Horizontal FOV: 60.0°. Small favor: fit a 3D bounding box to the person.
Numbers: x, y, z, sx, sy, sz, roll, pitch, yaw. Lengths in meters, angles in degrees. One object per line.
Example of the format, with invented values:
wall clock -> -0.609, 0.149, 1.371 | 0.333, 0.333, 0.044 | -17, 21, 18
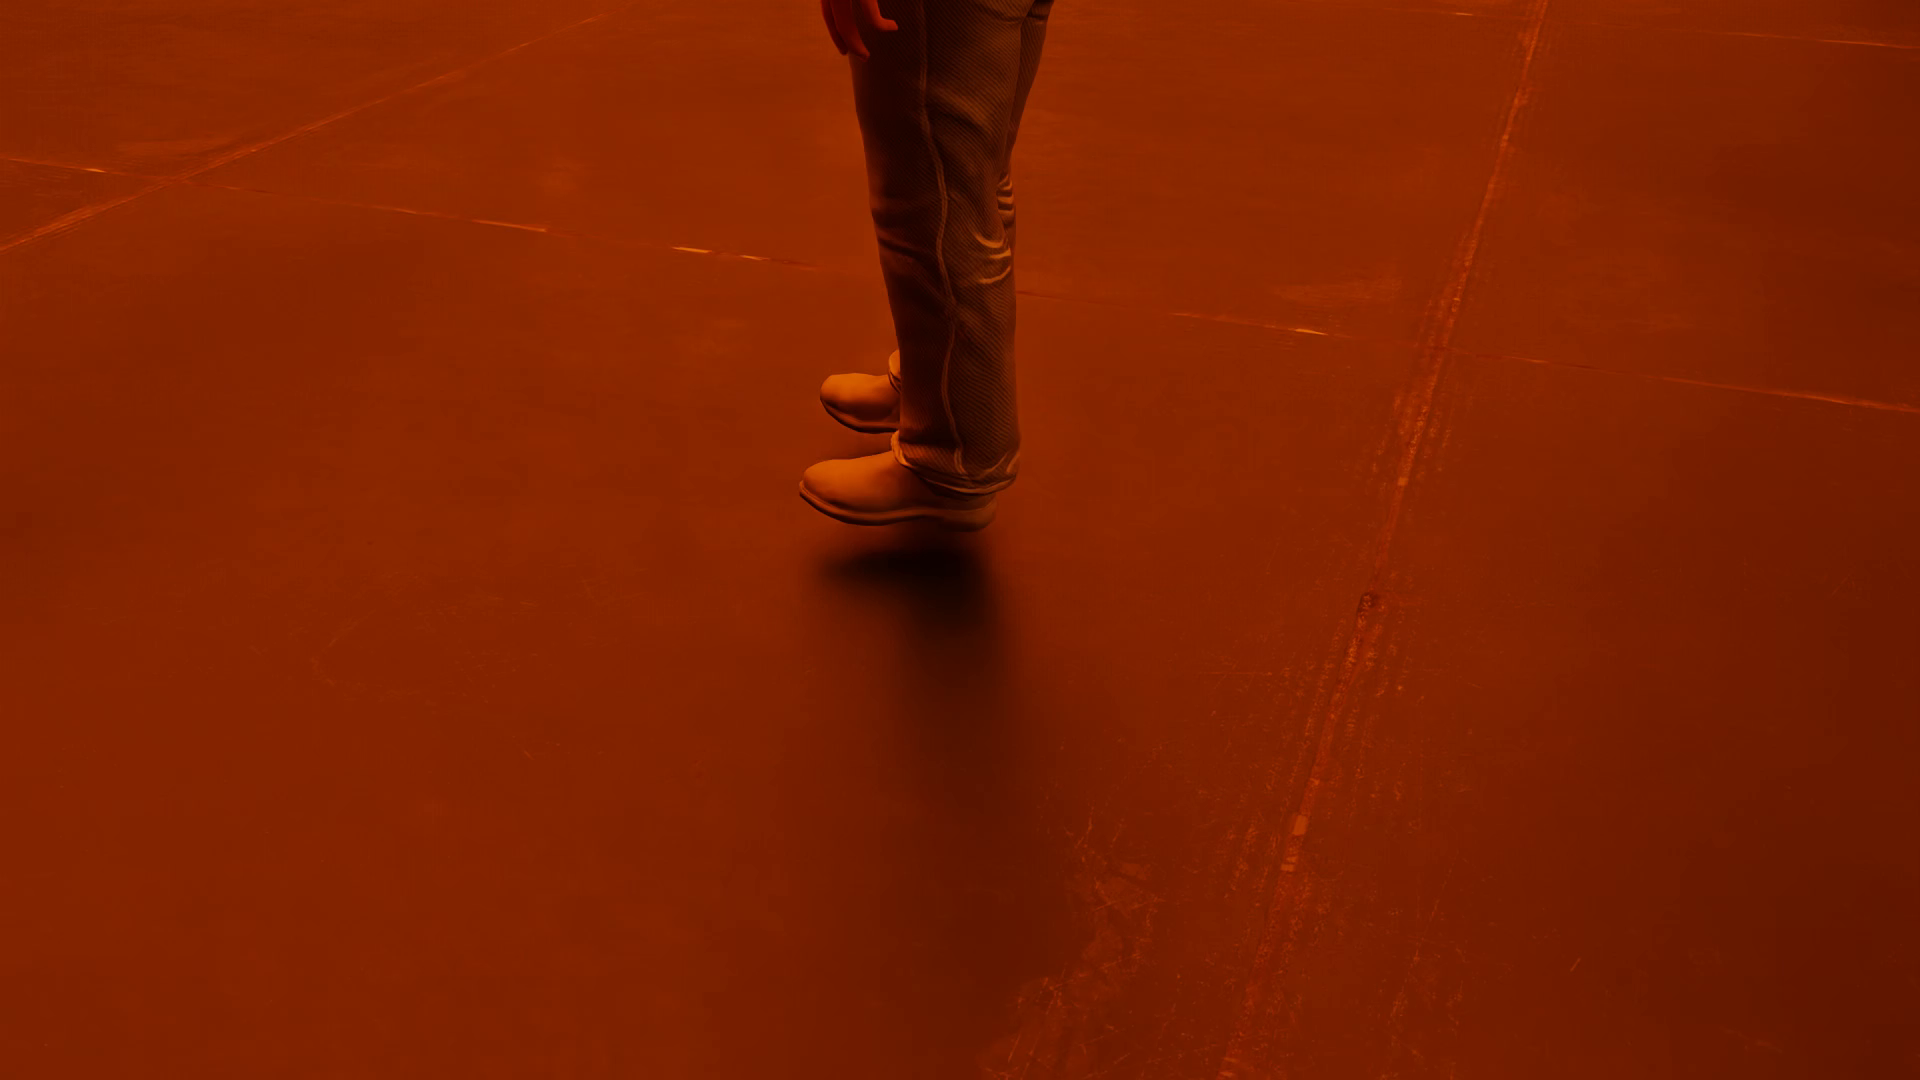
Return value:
person -> -0.055, -0.828, 2.065 | 0.568, 1.773, 0.632 | 10, 31, 18
